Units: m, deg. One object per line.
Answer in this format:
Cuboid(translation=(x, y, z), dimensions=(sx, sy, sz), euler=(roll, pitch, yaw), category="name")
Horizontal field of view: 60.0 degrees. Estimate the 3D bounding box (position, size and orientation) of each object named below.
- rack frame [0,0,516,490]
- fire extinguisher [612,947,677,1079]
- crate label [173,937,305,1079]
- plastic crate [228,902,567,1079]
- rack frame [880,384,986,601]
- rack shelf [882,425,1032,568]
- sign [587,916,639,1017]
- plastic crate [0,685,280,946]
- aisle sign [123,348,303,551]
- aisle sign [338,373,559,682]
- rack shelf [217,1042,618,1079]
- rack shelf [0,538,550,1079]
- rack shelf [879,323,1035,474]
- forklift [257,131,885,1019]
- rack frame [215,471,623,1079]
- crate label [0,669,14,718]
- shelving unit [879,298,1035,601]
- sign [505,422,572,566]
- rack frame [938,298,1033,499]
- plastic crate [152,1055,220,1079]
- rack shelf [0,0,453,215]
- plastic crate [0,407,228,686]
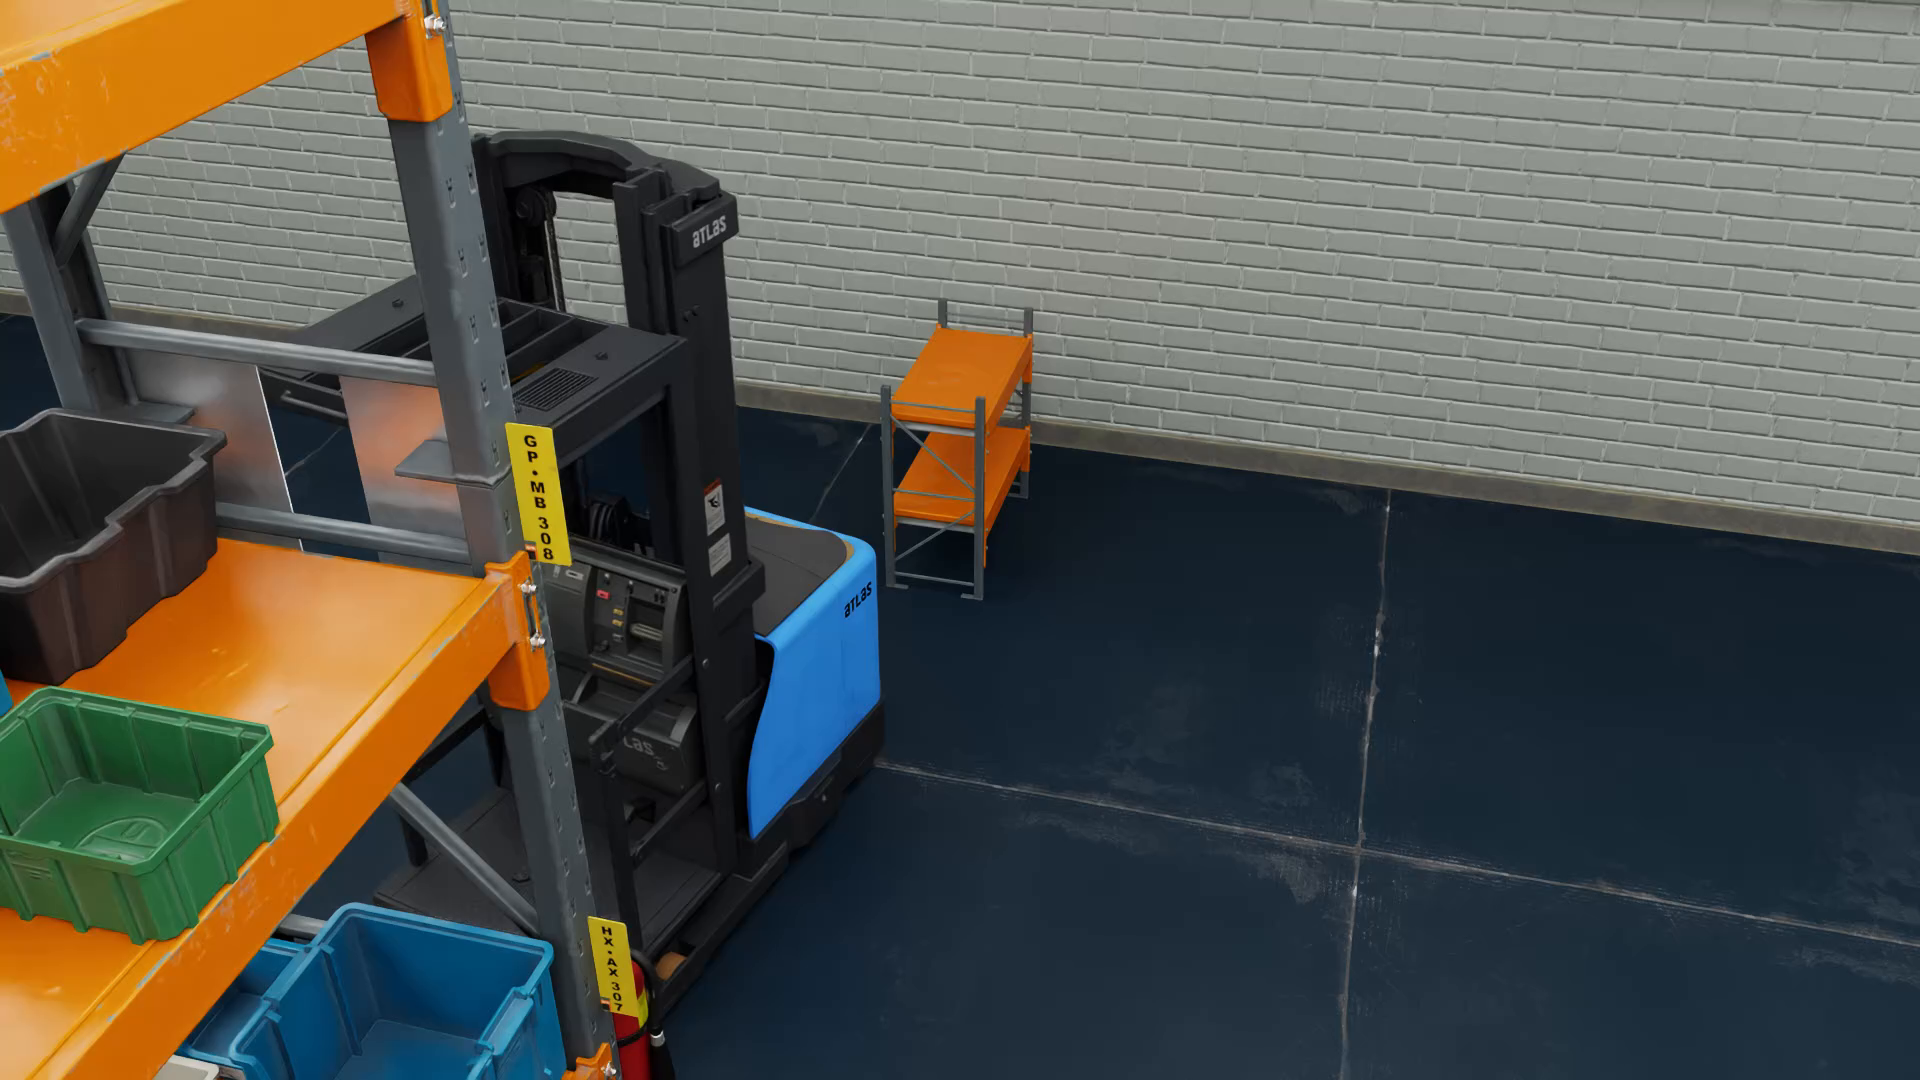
Cuboid(translation=(-1.396, -1.467, 2.669), dimensions=(1.000, 3.000, 0.127), euler=(8, 33, 12), category="rack frame")
Cuboid(translation=(-0.918, 1.239, 4.426), dimensions=(0.296, 0.674, 0.183), euler=(8, 33, 12), category="fire extinguisher")
Cuboid(translation=(-1.777, 1.194, 4.177), dimensions=(0.416, 0.233, 0.303), euler=(8, 33, 12), category="crate label")
Cuboid(translation=(-1.300, 1.224, 3.940), dimensions=(0.616, 0.435, 0.499), euler=(8, 33, 12), category="plastic crate")
Cuboid(translation=(-0.127, -0.214, 8.039), dimensions=(0.500, 1.125, 0.032), euler=(8, 33, 12), category="rack frame")
Cuboid(translation=(0.002, -0.272, 8.585), dimensions=(0.538, 0.278, 1.000), euler=(8, 33, 12), category="rack shelf")
Cuboid(translation=(-0.860, 1.063, 4.131), dimensions=(0.100, 0.325, 0.005), euler=(8, 33, 12), category="sign")
Cuboid(translation=(-1.370, 0.439, 2.665), dimensions=(0.450, 0.188, 0.336), euler=(8, 33, 12), category="plastic crate")
Cuboid(translation=(-1.665, -0.110, 3.704), dimensions=(0.394, 0.787, 0.004), euler=(8, 33, 12), category="aisle sign")
Cuboid(translation=(-1.094, -0.030, 3.578), dimensions=(0.394, 0.787, 0.004), euler=(8, 33, 12), category="aisle sign")
Cuboid(translation=(-1.904, 2.406, 2.839), dimensions=(1.077, 0.370, 4.000), euler=(8, 33, 12), category="rack shelf")
Cuboid(translation=(-1.904, 1.140, 2.035), dimensions=(1.077, 0.370, 4.000), euler=(8, 33, 12), category="rack shelf")
Cuboid(translation=(0.002, -0.725, 8.297), dimensions=(0.538, 0.278, 1.000), euler=(8, 33, 12), category="rack shelf")
Cuboid(translation=(-1.453, 0.261, 5.608), dimensions=(1.130, 2.935, 3.031), euler=(16, 36, 23), category="forklift")
Cuboid(translation=(-1.396, 1.065, 4.279), dimensions=(1.000, 3.000, 0.127), euler=(8, 33, 12), category="rack frame")
Cuboid(translation=(-1.943, 0.297, 2.830), dimensions=(0.408, 0.251, 0.502), euler=(8, 33, 12), category="crate label")
Cuboid(translation=(0.002, -0.478, 8.454), dimensions=(0.538, 1.125, 1.048), euler=(8, 33, 12), category="shelving unit")
Cuboid(translation=(-0.860, -0.090, 3.398), dimensions=(0.100, 0.325, 0.005), euler=(8, 33, 12), category="sign")
Cuboid(translation=(0.131, -0.742, 8.869), dimensions=(0.500, 1.125, 0.032), euler=(8, 33, 12), category="rack frame")
Cuboid(translation=(-1.939, 1.389, 3.958), dimensions=(0.250, 0.136, 0.298), euler=(8, 33, 12), category="plastic crate")
Cuboid(translation=(-1.904, 0.043, 1.337), dimensions=(1.077, 0.370, 4.000), euler=(8, 33, 12), category="rack shelf")
Cuboid(translation=(-1.763, 0.016, 3.255), dimensions=(0.497, 0.269, 0.590), euler=(8, 33, 12), category="plastic crate")
